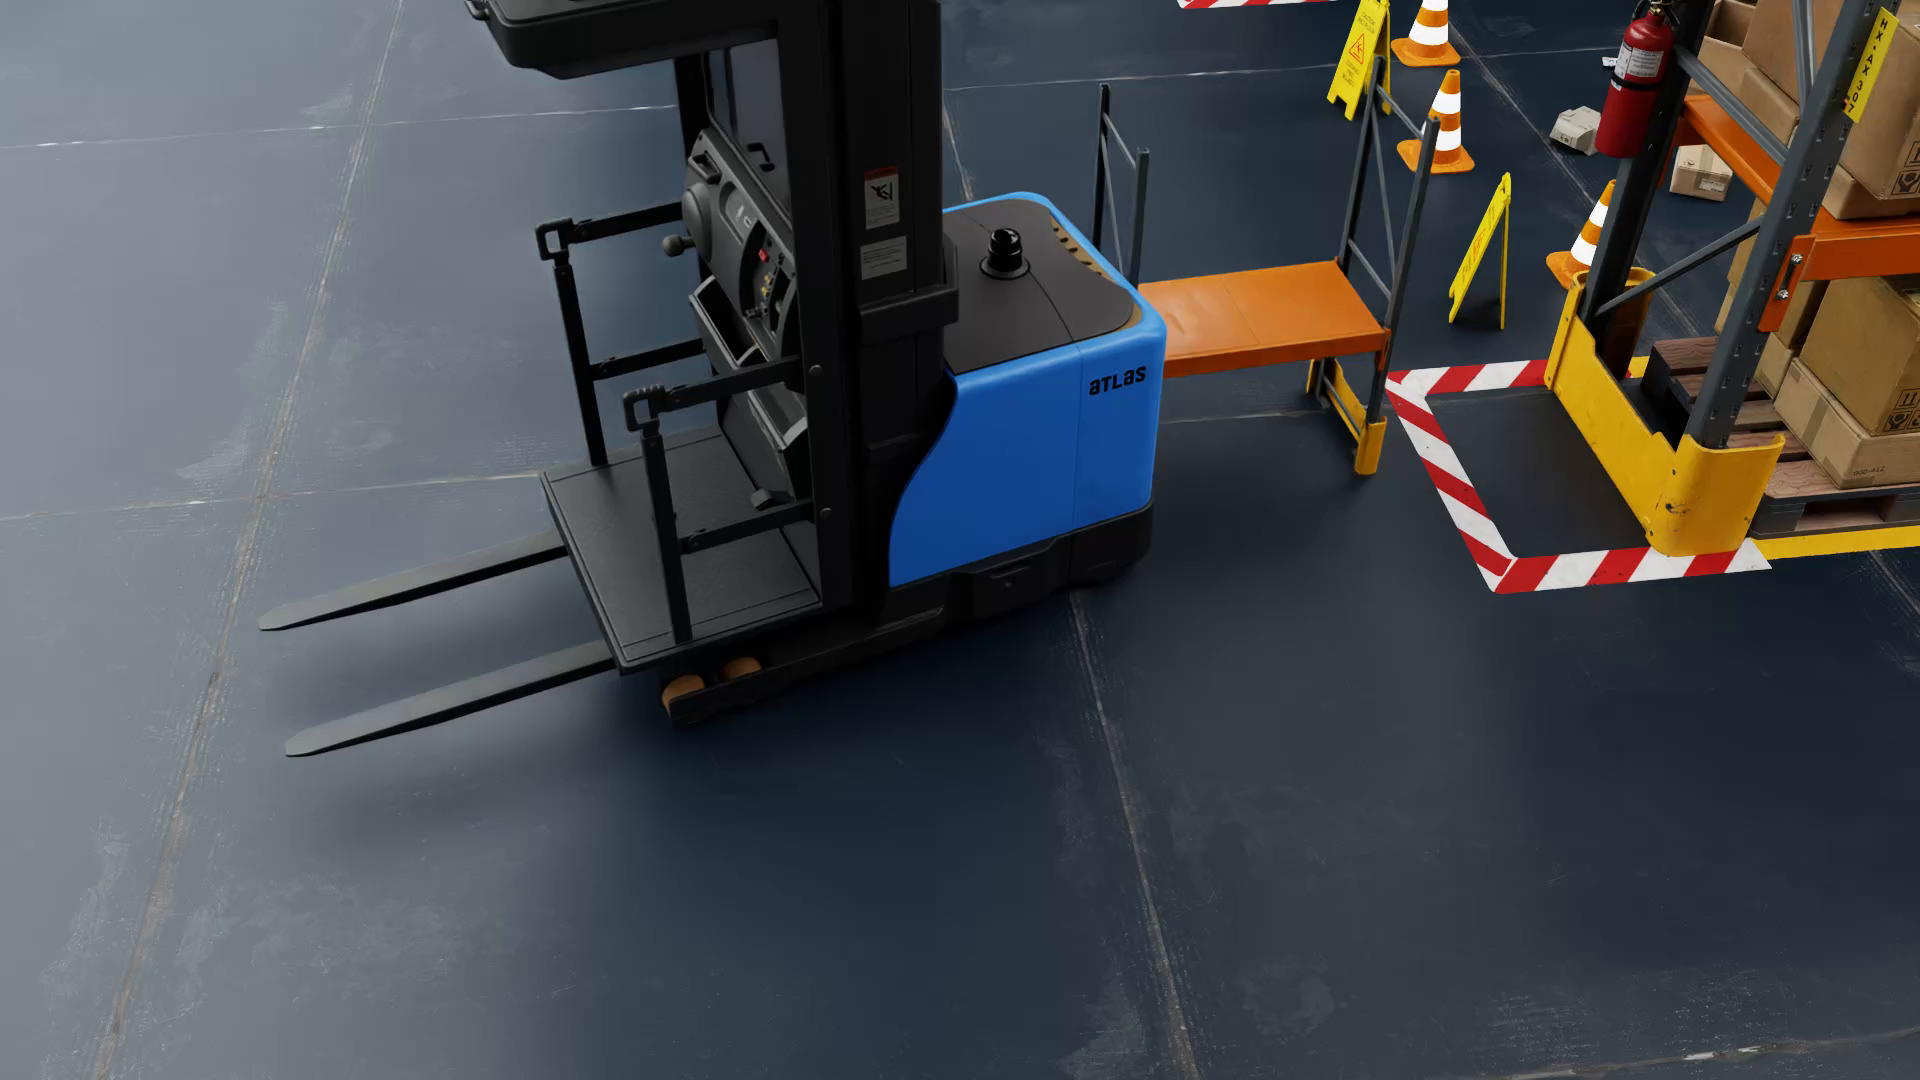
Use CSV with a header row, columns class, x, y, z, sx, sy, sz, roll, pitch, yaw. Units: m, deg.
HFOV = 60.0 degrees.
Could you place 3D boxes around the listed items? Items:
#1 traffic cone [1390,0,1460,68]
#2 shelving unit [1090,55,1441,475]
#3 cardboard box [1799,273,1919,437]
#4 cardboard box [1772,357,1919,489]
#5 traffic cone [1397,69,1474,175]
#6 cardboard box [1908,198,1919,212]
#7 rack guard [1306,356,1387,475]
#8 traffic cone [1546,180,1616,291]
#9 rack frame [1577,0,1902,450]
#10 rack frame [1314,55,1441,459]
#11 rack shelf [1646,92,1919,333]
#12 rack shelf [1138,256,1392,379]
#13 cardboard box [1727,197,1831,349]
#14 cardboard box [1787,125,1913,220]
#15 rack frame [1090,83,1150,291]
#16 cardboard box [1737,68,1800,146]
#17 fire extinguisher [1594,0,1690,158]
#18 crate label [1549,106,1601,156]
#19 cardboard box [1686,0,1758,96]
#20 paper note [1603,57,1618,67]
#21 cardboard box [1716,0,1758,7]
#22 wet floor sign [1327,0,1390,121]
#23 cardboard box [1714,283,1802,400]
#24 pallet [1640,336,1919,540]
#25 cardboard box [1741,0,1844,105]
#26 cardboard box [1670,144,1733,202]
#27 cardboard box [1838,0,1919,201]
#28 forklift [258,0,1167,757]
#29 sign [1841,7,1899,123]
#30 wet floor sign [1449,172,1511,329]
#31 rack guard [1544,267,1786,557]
class,x,y,z,sx,sy,sz,roll,pitch,yaw
traffic cone,2.588,-2.882,9.099,0.334,0.463,0.336,-5,42,-6
shelving unit,1.056,-0.937,6.169,1.083,1.500,0.587,-8,43,-9
cardboard box,3.478,-0.744,6.015,0.500,0.500,0.500,-6,42,-7
cardboard box,3.455,-0.463,6.264,0.500,0.250,0.500,-5,42,-6
traffic cone,2.397,-2.102,8.235,0.334,0.463,0.336,-5,42,-6
cardboard box,3.231,-1.272,5.609,0.250,0.149,0.380,-4,42,-5
rack guard,1.543,-0.543,6.665,0.087,0.250,0.587,-8,43,-9
traffic cone,2.878,-1.394,7.450,0.334,0.463,0.336,-5,42,-6
rack frame,2.619,-1.442,5.609,0.127,3.000,1.000,-5,42,-6
rack frame,1.544,-1.007,6.247,0.032,1.500,0.500,-8,43,-9
rack shelf,4.602,-1.349,6.043,4.000,0.370,1.077,-5,42,-6
rack shelf,1.047,-0.802,6.288,1.000,0.185,0.538,-8,43,-9
cardboard box,3.380,-1.098,6.408,0.500,0.500,0.500,-5,42,-5
cardboard box,2.983,-1.241,5.574,0.250,0.149,0.380,-5,42,-5
rack frame,0.550,-0.864,6.088,0.032,1.500,0.500,-8,43,-9
cardboard box,2.962,-1.523,5.887,0.250,0.149,0.380,-4,42,-4
fire extinguisher,2.446,-1.710,5.963,0.183,0.674,0.296,-5,42,-6
crate label,3.169,-2.090,8.465,0.298,0.136,0.250,-27,49,-27
cardboard box,4.032,-2.349,8.479,0.797,0.503,0.637,32,51,30
paper note,3.611,-2.623,9.136,0.142,0.017,0.144,8,43,9
cardboard box,4.437,-3.325,9.561,0.500,0.500,0.500,2,42,2
wet floor sign,2.105,-2.529,8.572,0.232,0.644,0.267,-12,43,-13
cardboard box,3.409,-0.828,6.668,0.500,0.250,0.500,-5,42,-6
pallet,3.504,-0.460,6.603,1.213,0.211,1.003,-5,42,-6
cardboard box,3.121,-1.820,5.731,0.500,0.500,0.500,-6,42,-6
cardboard box,3.656,-1.839,8.178,0.250,0.149,0.380,16,44,17
cardboard box,3.125,-1.447,5.318,0.500,0.500,0.500,-6,42,-6
forklift,-0.861,-0.878,5.035,3.031,2.935,1.130,-17,45,-18
sign,2.689,-1.403,4.920,0.005,0.325,0.100,-5,42,-6
wet floor sign,2.292,-1.262,7.167,0.232,0.644,0.267,8,43,9
rack guard,2.694,-0.521,6.454,0.348,0.500,1.175,-5,42,-6
